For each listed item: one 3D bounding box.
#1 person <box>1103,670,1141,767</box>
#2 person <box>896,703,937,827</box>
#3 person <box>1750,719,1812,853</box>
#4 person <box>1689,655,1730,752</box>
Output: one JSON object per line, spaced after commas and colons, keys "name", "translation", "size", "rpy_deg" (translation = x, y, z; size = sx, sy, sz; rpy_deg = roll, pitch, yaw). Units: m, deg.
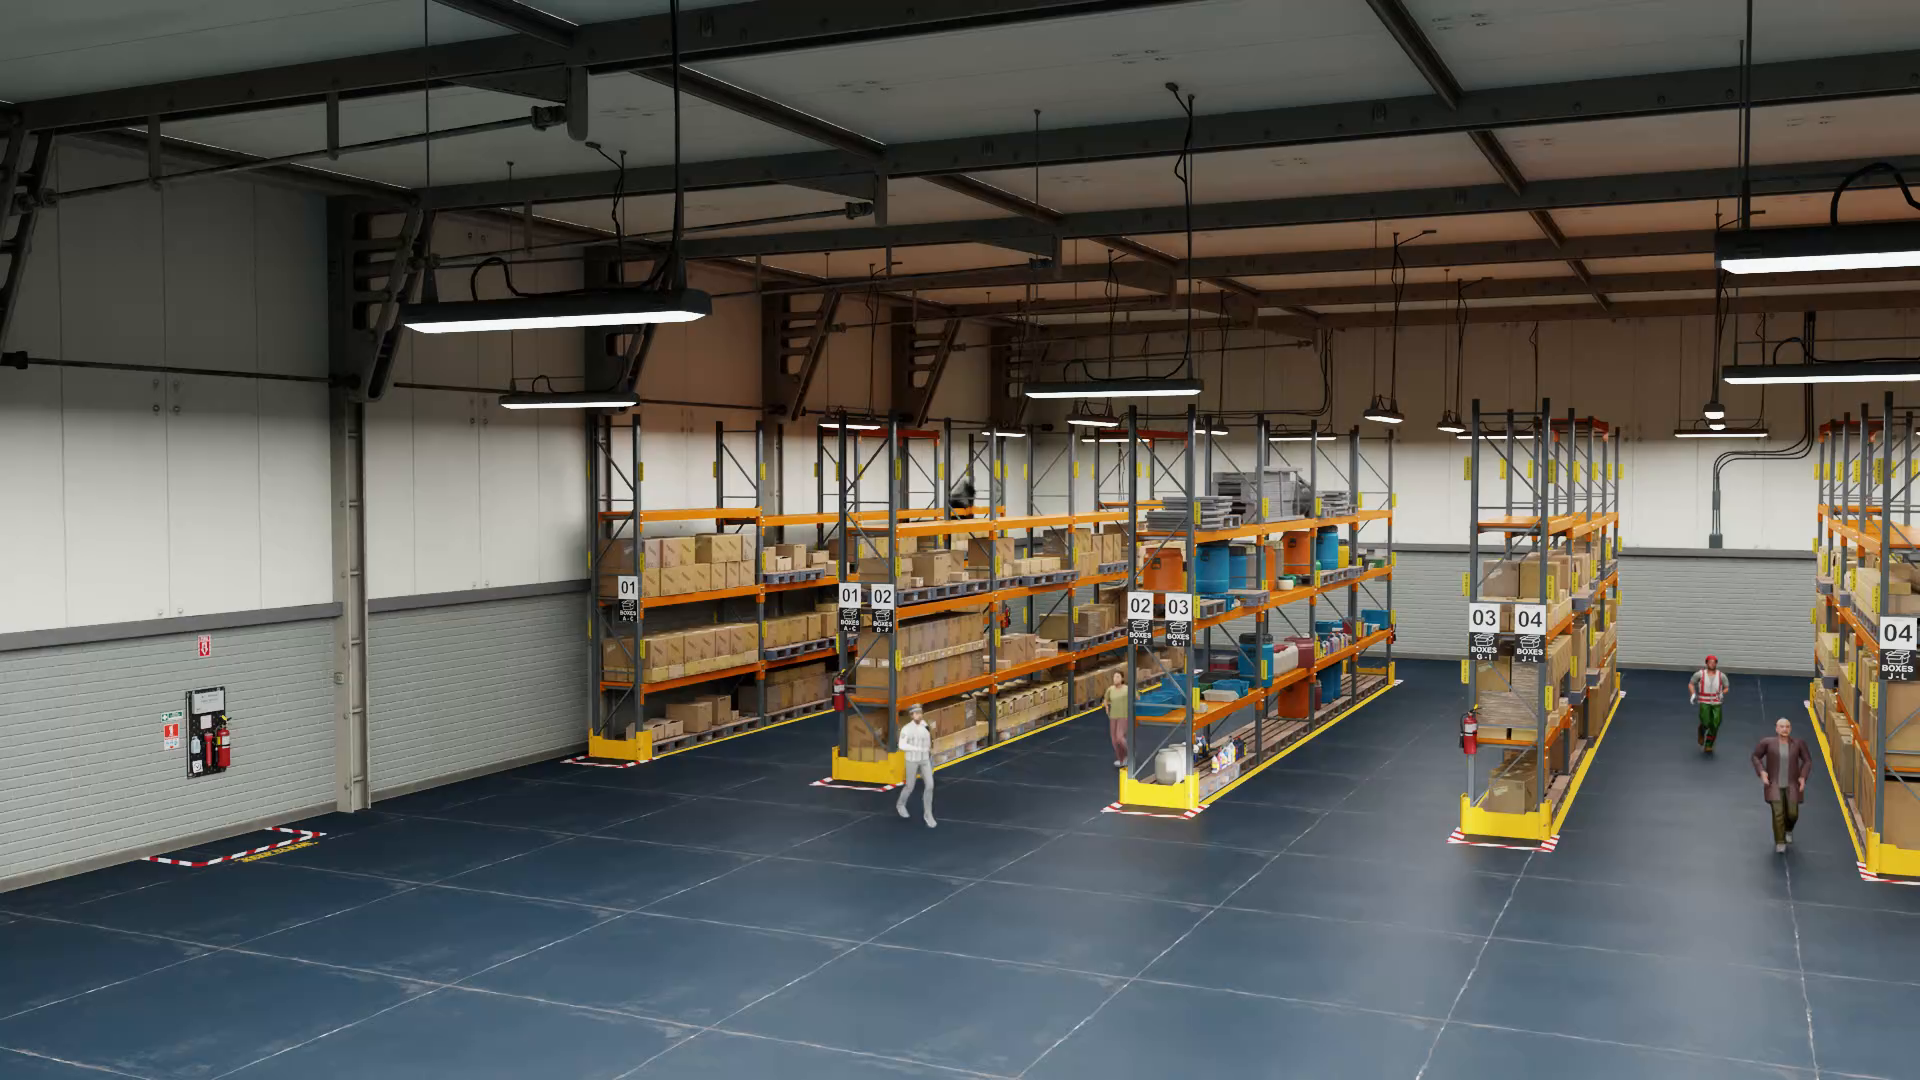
{"name": "person", "translation": [2.694, 3.019, 28.070], "size": [0.600, 1.645, 0.612], "rpy_deg": [1, 3, 27]}
{"name": "person", "translation": [-0.626, 3.182, 23.716], "size": [0.616, 1.742, 0.827], "rpy_deg": [-2, 3, -33]}
{"name": "person", "translation": [10.853, 3.224, 21.993], "size": [0.734, 1.742, 0.643], "rpy_deg": [1, 3, 20]}
{"name": "person", "translation": [13.333, 2.914, 29.538], "size": [0.651, 1.743, 0.585], "rpy_deg": [1, 2, 14]}
